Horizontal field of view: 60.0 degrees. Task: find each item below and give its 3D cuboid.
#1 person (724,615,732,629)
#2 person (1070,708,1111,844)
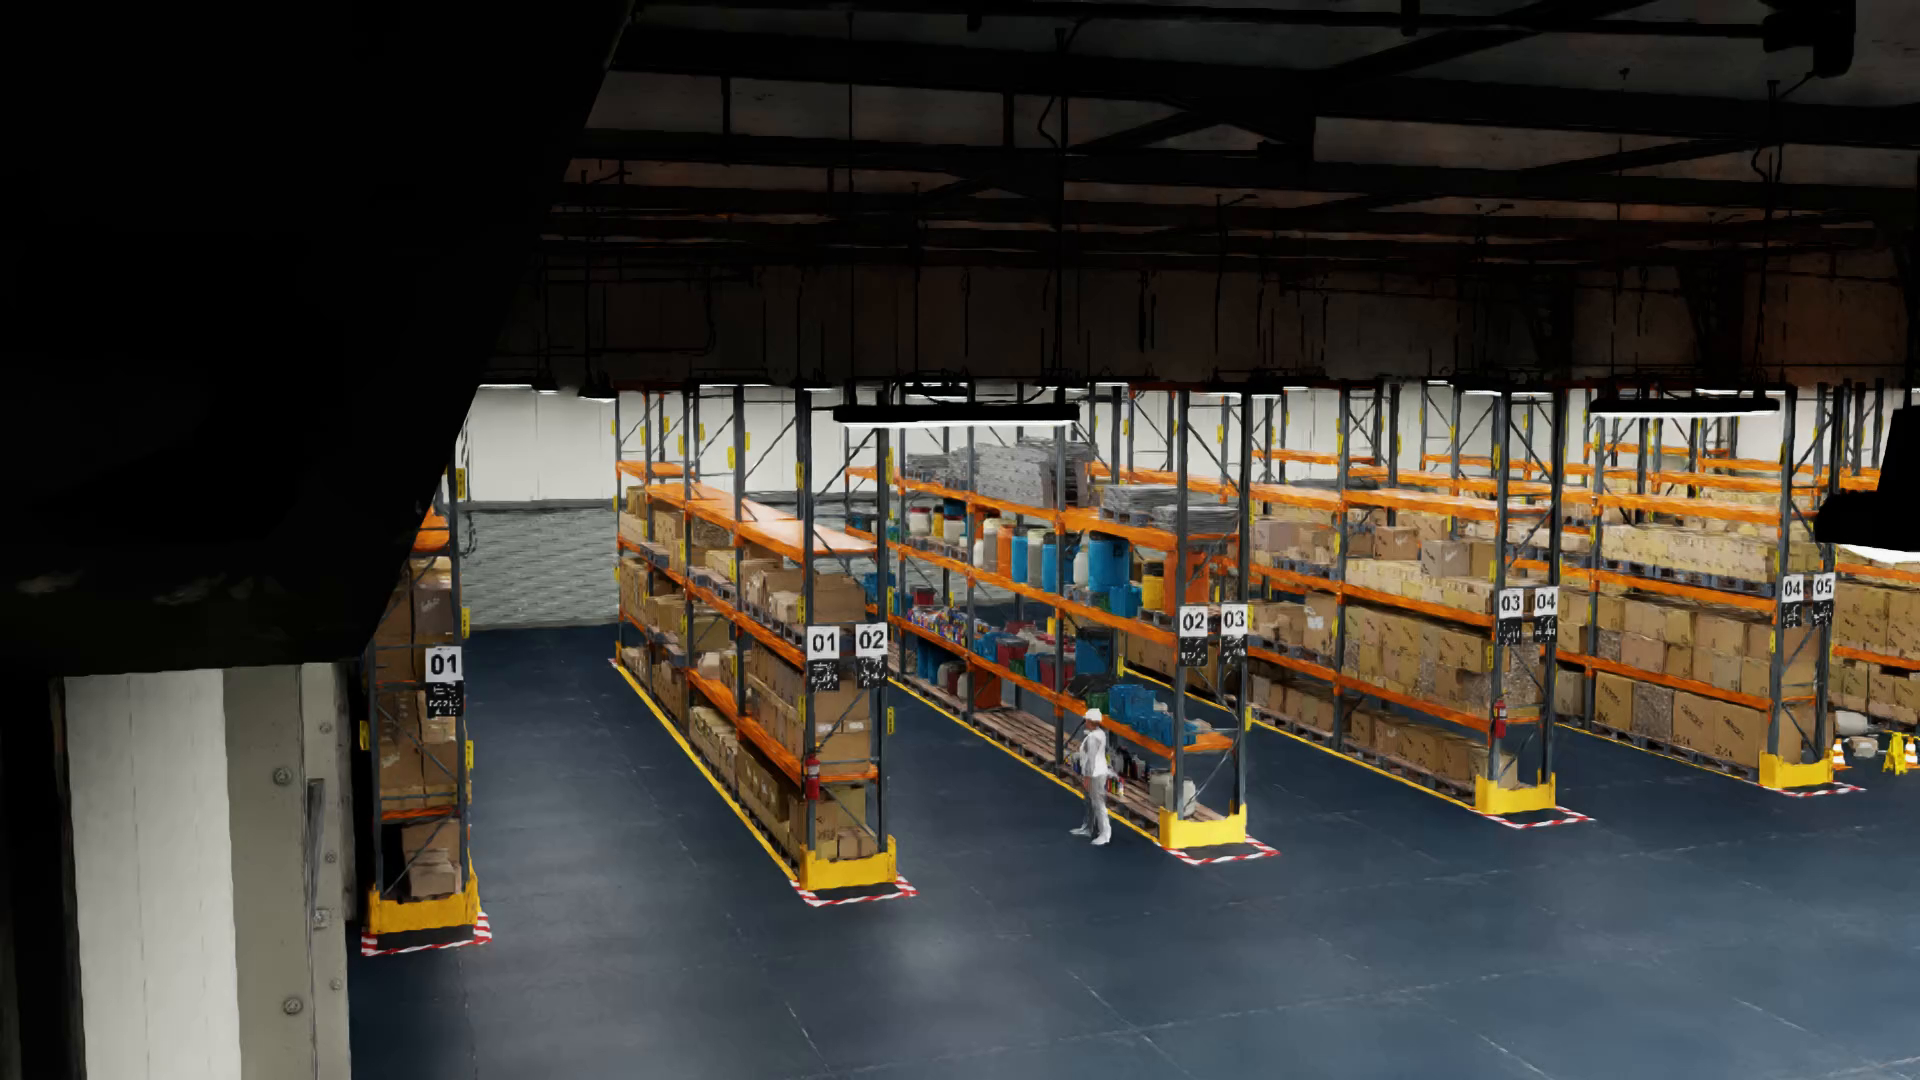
[{"bbox_3d":[-5.174,1.659,36.619,0.493,1.605,1.000,-2,6,-20],"label":"person"},{"bbox_3d":[1.740,3.103,22.099,0.570,1.768,0.627,1,6,9],"label":"person"}]
